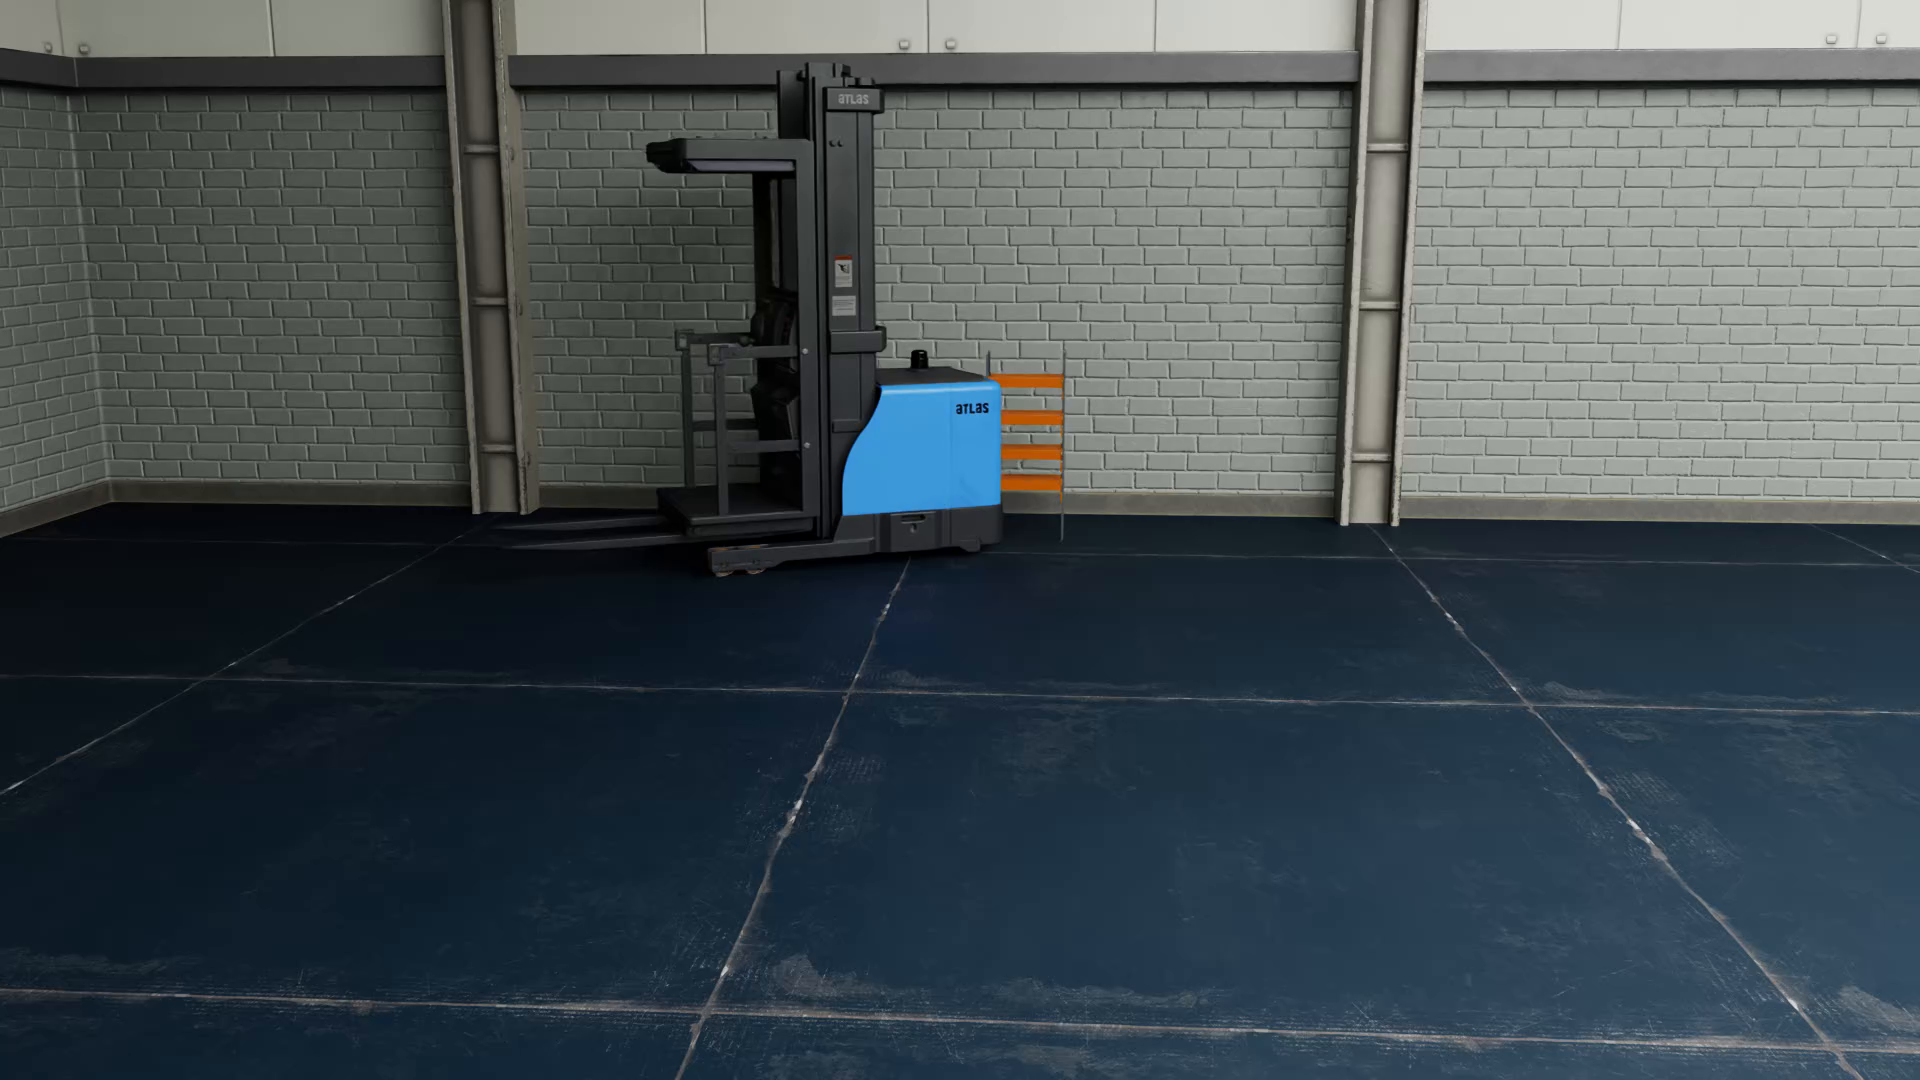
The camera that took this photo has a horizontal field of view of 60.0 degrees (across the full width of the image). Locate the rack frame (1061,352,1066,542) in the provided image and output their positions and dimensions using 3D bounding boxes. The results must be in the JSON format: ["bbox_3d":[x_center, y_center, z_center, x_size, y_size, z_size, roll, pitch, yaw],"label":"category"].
[{"bbox_3d":[0.666,-0.601,10.710,0.015,1.200,0.240,1,12,4],"label":"rack frame"}]

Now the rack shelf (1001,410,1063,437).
[{"bbox_3d":[0.422,-0.757,10.694,0.480,0.148,0.258,1,12,4],"label":"rack shelf"}]

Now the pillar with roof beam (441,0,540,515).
[{"bbox_3d":[-3.497,-3.736,6.652,0.400,9.000,9.100,1,12,4],"label":"pillar with roof beam"}]

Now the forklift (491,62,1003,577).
[{"bbox_3d":[-1.304,-1.342,10.024,3.031,2.935,1.130,-4,13,-20],"label":"forklift"}]

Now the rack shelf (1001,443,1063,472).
[{"bbox_3d":[0.422,-0.538,10.740,0.480,0.148,0.258,1,12,4],"label":"rack shelf"}]

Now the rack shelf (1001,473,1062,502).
[{"bbox_3d":[0.422,-0.344,10.780,0.480,0.148,0.258,1,12,4],"label":"rack shelf"}]

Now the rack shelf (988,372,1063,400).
[{"bbox_3d":[0.422,-0.989,10.645,0.480,0.148,0.258,1,12,4],"label":"rack shelf"}]

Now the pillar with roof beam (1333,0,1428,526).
[{"bbox_3d":[2.489,-3.654,6.260,0.400,9.000,9.100,1,12,4],"label":"pillar with roof beam"}]

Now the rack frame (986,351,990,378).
[{"bbox_3d":[0.179,-0.608,10.742,0.015,1.200,0.240,1,12,4],"label":"rack frame"}]

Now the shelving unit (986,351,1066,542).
[{"bbox_3d":[0.422,-0.604,10.726,0.503,1.200,0.258,1,12,4],"label":"shelving unit"}]
